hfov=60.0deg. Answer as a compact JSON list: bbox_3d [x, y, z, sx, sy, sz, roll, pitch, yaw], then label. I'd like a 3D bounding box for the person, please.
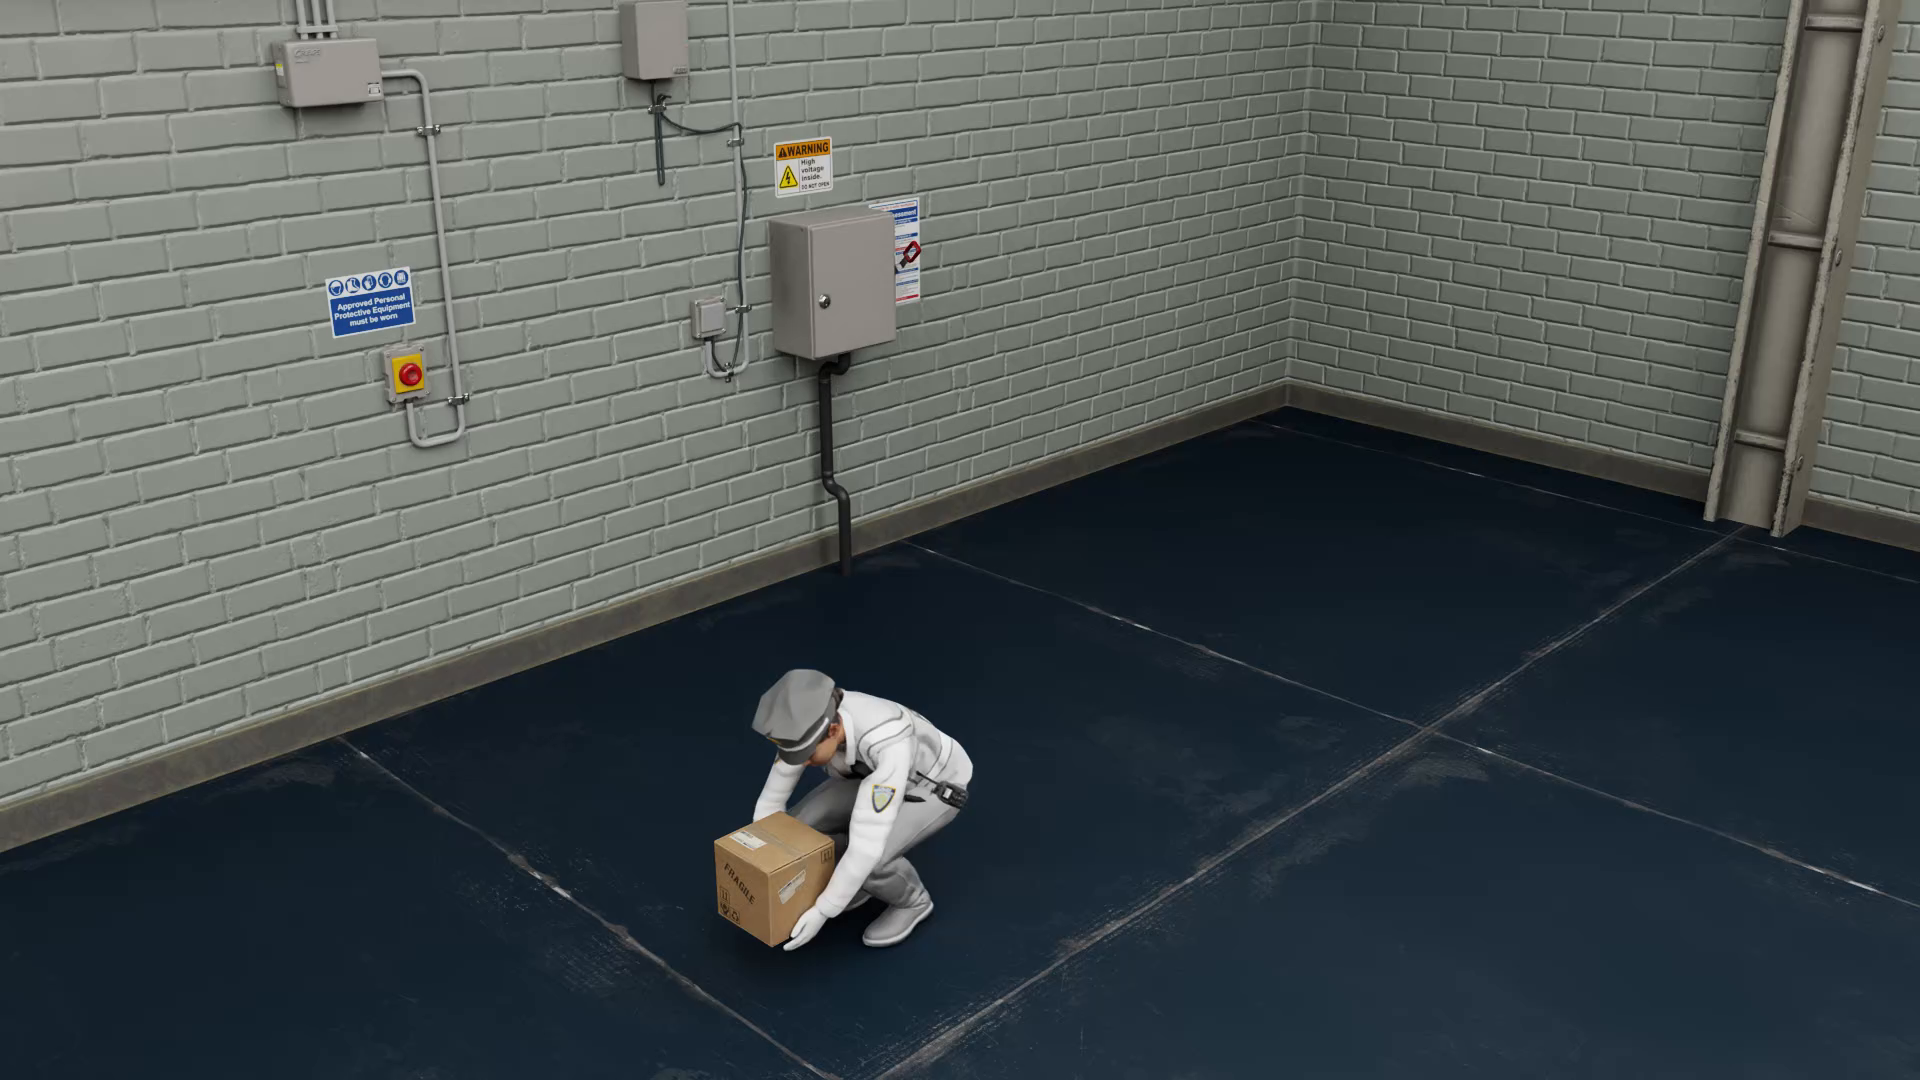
[{"bbox_3d":[-0.301,0.787,5.056,0.519,0.928,0.814,19,28,41],"label":"person"}]
